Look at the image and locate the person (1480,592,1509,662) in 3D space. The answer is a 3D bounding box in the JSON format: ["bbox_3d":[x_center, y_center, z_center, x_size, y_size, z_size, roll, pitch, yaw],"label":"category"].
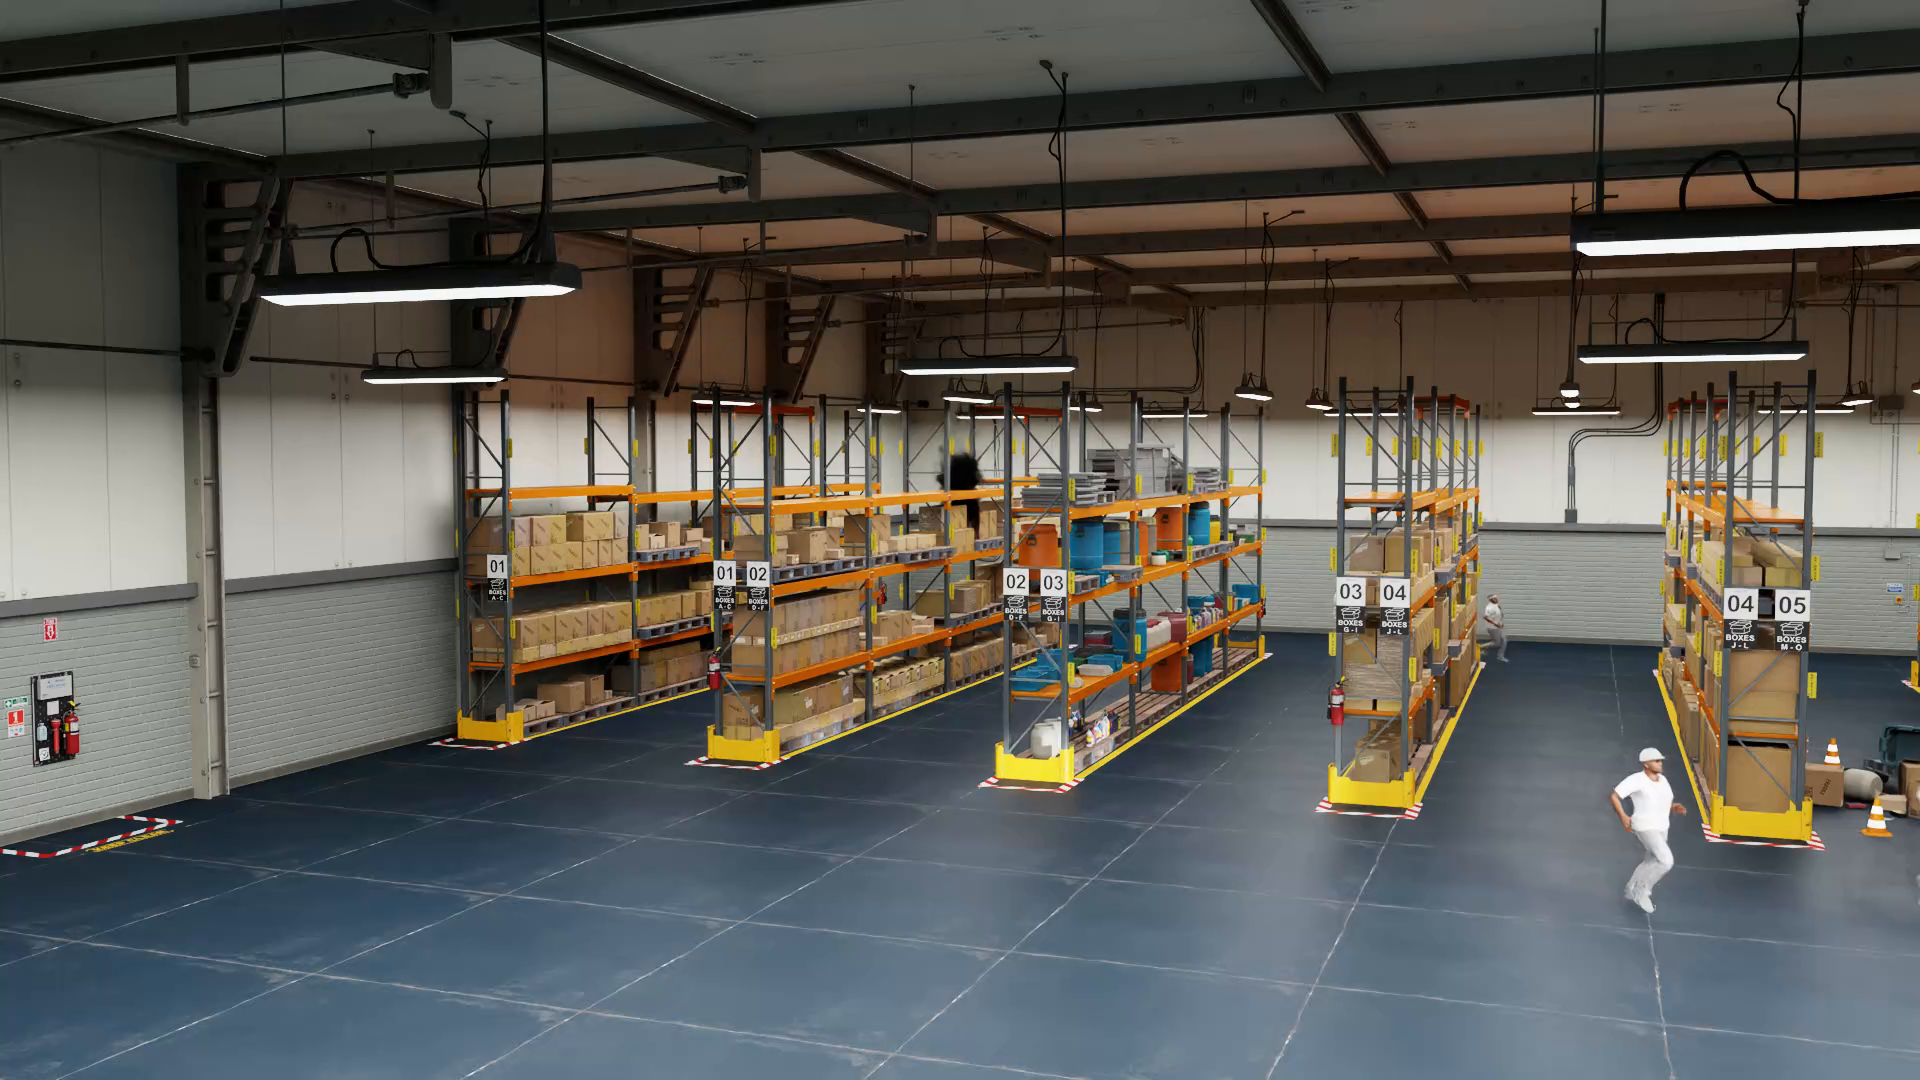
[{"bbox_3d":[12.525,2.045,39.108,0.683,1.658,0.614,3,4,41],"label":"person"}]

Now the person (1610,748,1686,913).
[{"bbox_3d":[7.482,3.131,17.959,0.676,1.765,0.697,-2,4,-34],"label":"person"}]
